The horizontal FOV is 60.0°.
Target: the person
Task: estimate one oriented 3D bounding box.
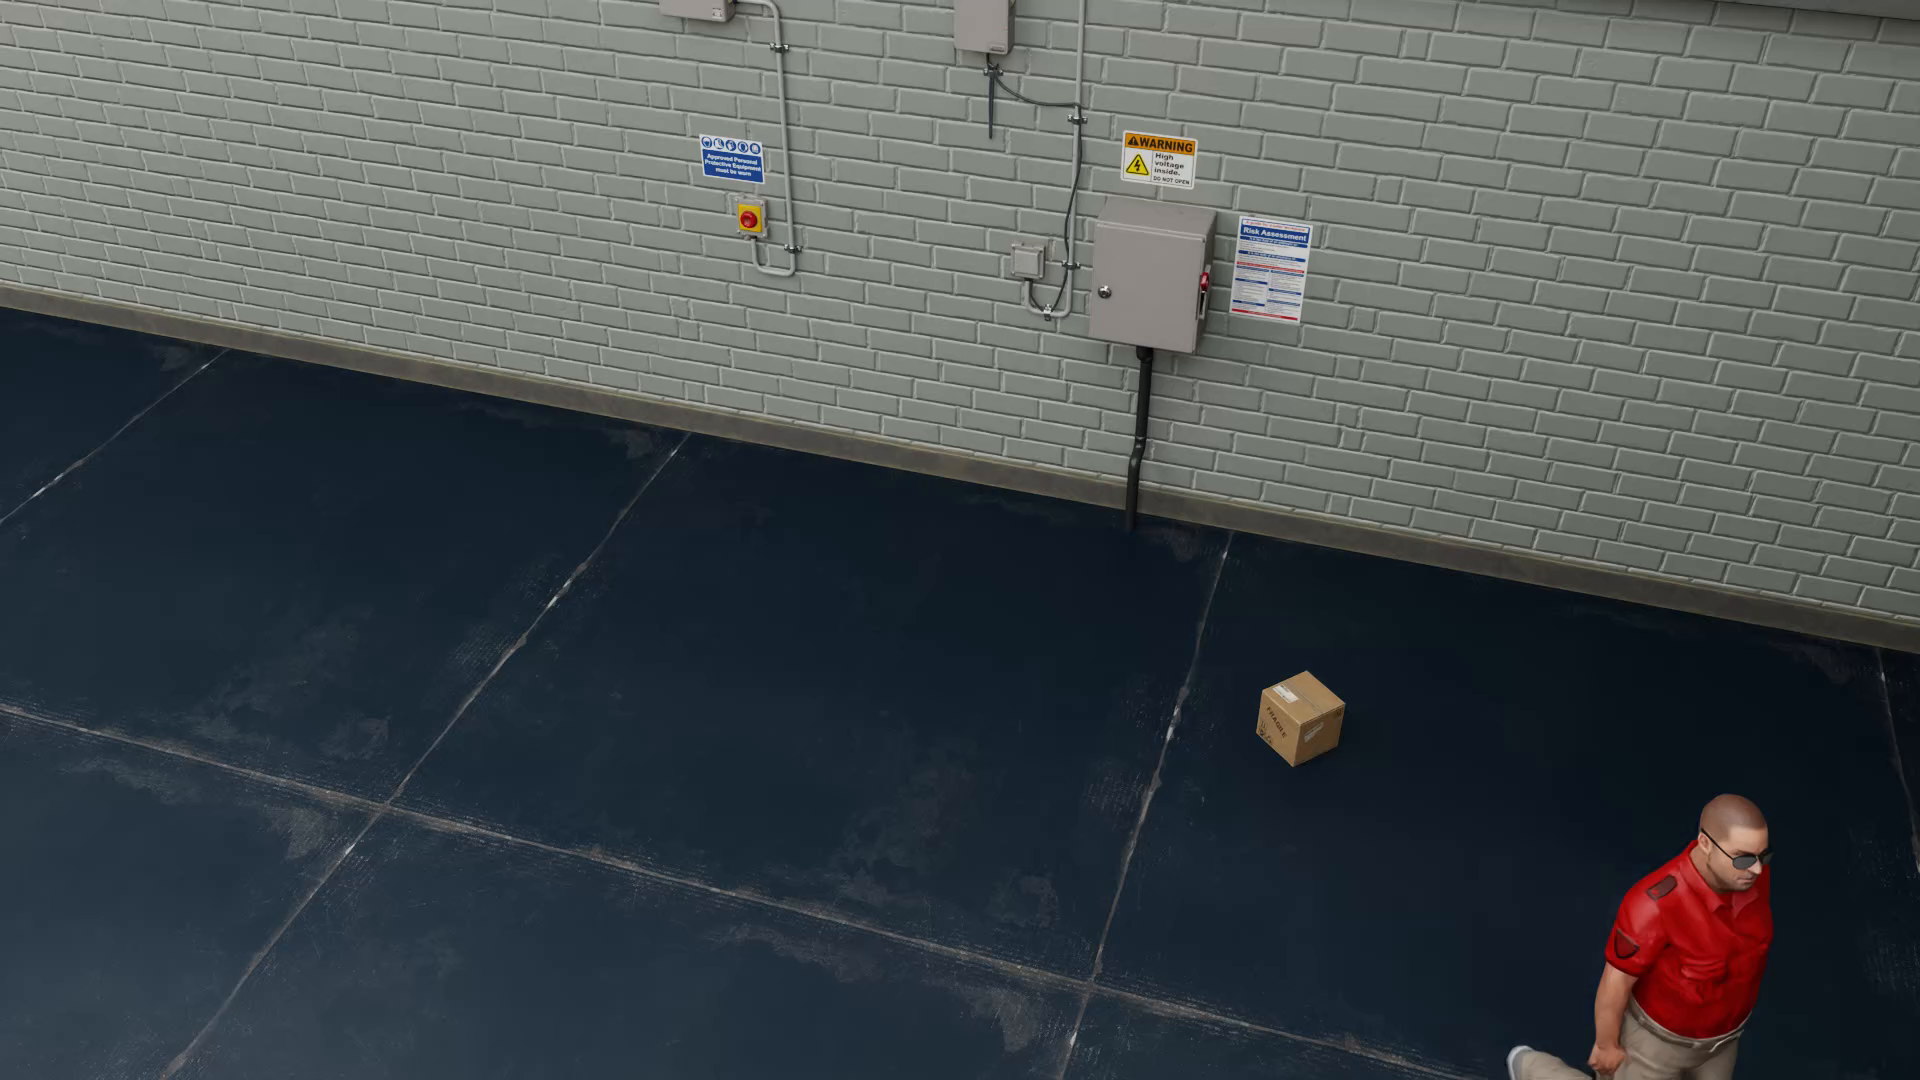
[{"bbox_3d":[2.098,1.414,4.991,0.541,1.700,0.717,-16,40,-21],"label":"person"}]
